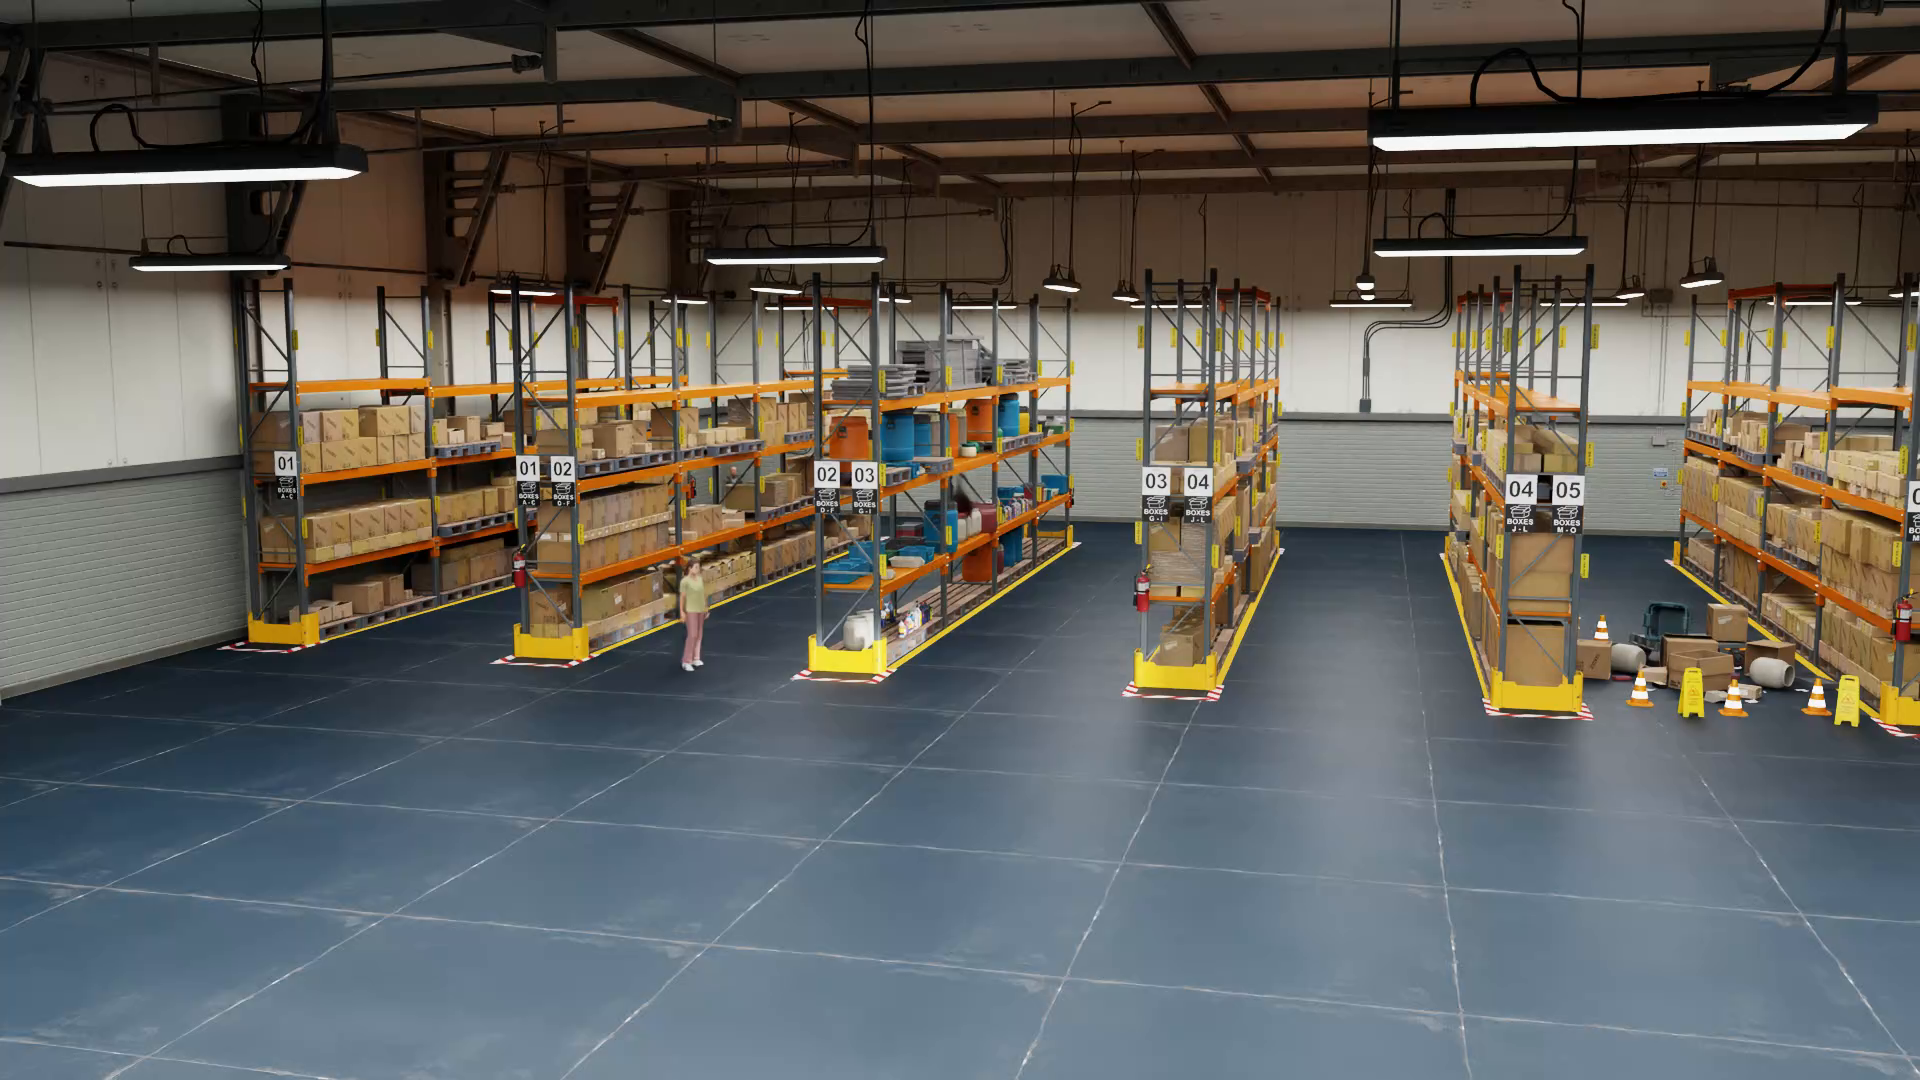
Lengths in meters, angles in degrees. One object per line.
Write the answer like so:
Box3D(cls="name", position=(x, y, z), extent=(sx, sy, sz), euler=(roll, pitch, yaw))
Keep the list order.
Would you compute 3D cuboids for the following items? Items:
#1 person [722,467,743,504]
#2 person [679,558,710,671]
Box3D(cls="person", position=(-5.986, -1.102, 43.810), extent=(0.539, 1.659, 1.053), euler=(-1, 7, -6))
Box3D(cls="person", position=(-4.092, 1.139, 25.553), extent=(0.402, 1.712, 0.534), euler=(5, 8, 34))
